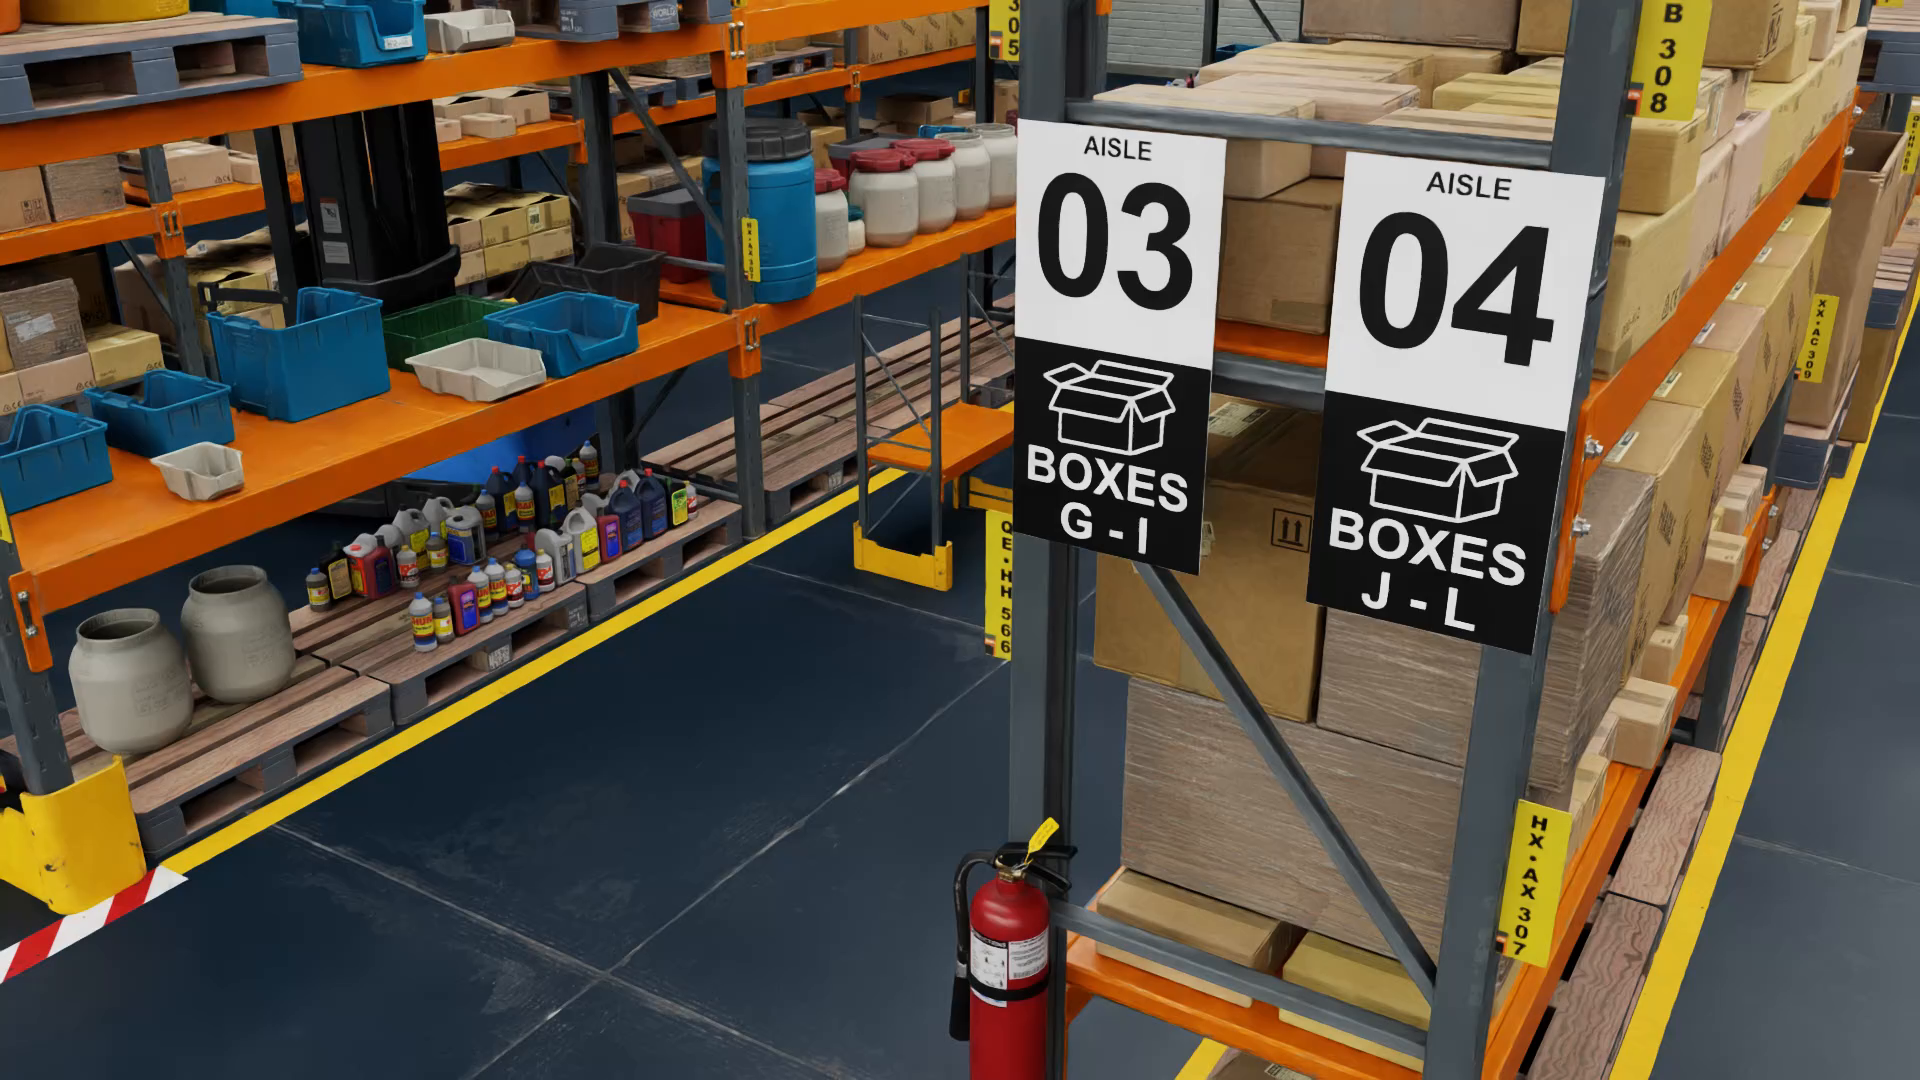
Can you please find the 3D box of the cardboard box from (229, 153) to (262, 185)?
[{"bbox_3d":[-5.106,-2.670,11.959,0.380,0.149,0.250,14,27,29],"label":"cardboard box"}]

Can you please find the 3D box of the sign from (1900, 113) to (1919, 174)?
[{"bbox_3d":[5.243,-2.187,9.168,0.100,0.325,0.005,14,27,29],"label":"sign"}]

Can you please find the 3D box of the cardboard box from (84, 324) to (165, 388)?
[{"bbox_3d":[-5.806,-1.258,11.313,0.500,0.250,0.500,14,27,29],"label":"cardboard box"}]

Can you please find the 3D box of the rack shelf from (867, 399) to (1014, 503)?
[{"bbox_3d":[-0.045,-0.494,8.957,0.538,0.185,1.000,14,27,29],"label":"rack shelf"}]

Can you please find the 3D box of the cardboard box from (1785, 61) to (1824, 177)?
[{"bbox_3d":[2.100,-1.204,4.669,0.500,0.250,0.500,14,27,29],"label":"cardboard box"}]

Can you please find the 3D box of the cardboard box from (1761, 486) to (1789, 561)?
[{"bbox_3d":[3.866,-0.244,8.631,0.700,0.500,0.500,16,28,33],"label":"cardboard box"}]

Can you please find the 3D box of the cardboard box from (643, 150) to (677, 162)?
[{"bbox_3d":[-3.070,-3.474,16.091,0.500,0.500,0.500,13,27,27],"label":"cardboard box"}]

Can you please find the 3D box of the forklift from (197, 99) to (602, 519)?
[{"bbox_3d":[-3.738,-1.670,9.417,3.031,2.935,1.130,5,24,11],"label":"forklift"}]

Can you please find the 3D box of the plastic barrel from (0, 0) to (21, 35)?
[{"bbox_3d":[-3.502,-2.097,5.474,0.600,0.830,0.708,14,27,29],"label":"plastic barrel"}]

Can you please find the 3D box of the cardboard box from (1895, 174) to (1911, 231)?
[{"bbox_3d":[5.802,-2.303,10.669,0.500,0.500,0.500,13,27,28],"label":"cardboard box"}]

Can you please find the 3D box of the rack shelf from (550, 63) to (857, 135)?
[{"bbox_3d":[-2.582,-4.224,16.138,1.077,0.370,4.000,14,27,29],"label":"rack shelf"}]

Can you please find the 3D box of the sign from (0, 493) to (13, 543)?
[{"bbox_3d":[-3.186,-0.150,5.473,0.100,0.325,0.005,14,27,29],"label":"sign"}]

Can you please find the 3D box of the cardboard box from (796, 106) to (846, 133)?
[{"bbox_3d":[-1.467,-4.536,18.545,0.500,0.500,0.500,14,27,29],"label":"cardboard box"}]

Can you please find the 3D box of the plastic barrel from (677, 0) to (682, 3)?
[{"bbox_3d":[-1.457,-3.314,8.723,0.600,0.901,0.708,14,27,29],"label":"plastic barrel"}]

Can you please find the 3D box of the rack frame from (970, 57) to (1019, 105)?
[{"bbox_3d":[0.583,-6.580,20.673,1.000,3.000,0.127,14,27,29],"label":"rack frame"}]

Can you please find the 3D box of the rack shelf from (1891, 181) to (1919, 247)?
[{"bbox_3d":[5.832,-2.147,11.340,1.077,0.370,4.000,14,27,29],"label":"rack shelf"}]

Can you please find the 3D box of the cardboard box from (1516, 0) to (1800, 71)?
[{"bbox_3d":[1.570,-1.335,3.653,0.500,0.500,0.500,14,27,29],"label":"cardboard box"}]

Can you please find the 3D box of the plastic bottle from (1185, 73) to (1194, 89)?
[{"bbox_3d":[2.053,-4.057,14.993,0.061,0.283,0.133,14,27,29],"label":"plastic bottle"}]

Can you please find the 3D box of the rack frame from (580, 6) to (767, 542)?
[{"bbox_3d":[-1.541,-1.490,8.917,1.000,3.000,0.127,14,27,29],"label":"rack frame"}]

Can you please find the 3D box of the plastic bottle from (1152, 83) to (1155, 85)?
[{"bbox_3d":[1.655,-3.803,14.405,0.061,0.283,0.133,14,27,29],"label":"plastic bottle"}]

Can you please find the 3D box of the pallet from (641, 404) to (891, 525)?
[{"bbox_3d":[-1.159,-0.484,10.102,1.003,0.211,1.213,14,27,29],"label":"pallet"}]

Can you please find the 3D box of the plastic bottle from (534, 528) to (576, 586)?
[{"bbox_3d":[-1.996,0.063,8.202,0.152,0.276,0.135,14,27,30],"label":"plastic bottle"}]

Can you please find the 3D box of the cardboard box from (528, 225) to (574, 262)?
[{"bbox_3d":[-3.707,-2.582,14.370,0.500,0.250,0.500,15,27,30],"label":"cardboard box"}]

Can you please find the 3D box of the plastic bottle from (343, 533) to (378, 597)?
[{"bbox_3d":[-2.898,0.117,8.079,0.152,0.276,0.135,14,27,29],"label":"plastic bottle"}]

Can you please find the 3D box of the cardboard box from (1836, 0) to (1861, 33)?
[{"bbox_3d":[2.741,-1.773,5.480,0.380,0.149,0.250,15,27,31],"label":"cardboard box"}]

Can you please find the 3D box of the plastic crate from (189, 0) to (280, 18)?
[{"bbox_3d":[-2.901,-2.216,6.838,0.392,0.384,0.575,14,27,29],"label":"plastic crate"}]

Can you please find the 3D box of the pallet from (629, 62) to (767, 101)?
[{"bbox_3d":[-2.615,-4.449,15.992,1.003,0.211,1.213,14,27,29],"label":"pallet"}]

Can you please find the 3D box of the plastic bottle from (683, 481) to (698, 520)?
[{"bbox_3d":[-1.467,-0.220,8.951,0.097,0.201,0.097,0,23,0],"label":"plastic bottle"}]

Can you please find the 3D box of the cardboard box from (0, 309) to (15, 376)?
[{"bbox_3d":[-6.340,-1.266,10.388,0.500,0.500,0.500,14,27,29],"label":"cardboard box"}]

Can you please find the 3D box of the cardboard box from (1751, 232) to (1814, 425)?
[{"bbox_3d":[2.401,-0.715,5.367,0.500,0.500,0.500,14,27,29],"label":"cardboard box"}]

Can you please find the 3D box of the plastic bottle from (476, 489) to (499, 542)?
[{"bbox_3d":[-2.464,-0.133,8.663,0.097,0.271,0.097,0,23,0],"label":"plastic bottle"}]

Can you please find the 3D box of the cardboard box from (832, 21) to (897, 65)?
[{"bbox_3d":[-1.027,-5.390,17.800,0.500,0.500,0.500,15,27,30],"label":"cardboard box"}]

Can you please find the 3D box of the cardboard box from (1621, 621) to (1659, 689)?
[{"bbox_3d":[1.607,0.016,4.938,0.875,0.500,0.500,14,27,29],"label":"cardboard box"}]

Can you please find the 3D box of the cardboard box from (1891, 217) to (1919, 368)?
[{"bbox_3d":[6.096,-1.848,11.889,1.225,0.875,0.875,13,27,27],"label":"cardboard box"}]

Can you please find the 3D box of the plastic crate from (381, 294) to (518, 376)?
[{"bbox_3d":[-2.497,-0.994,8.037,0.450,0.188,0.662,14,27,29],"label":"plastic crate"}]

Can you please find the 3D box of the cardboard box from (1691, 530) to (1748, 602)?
[{"bbox_3d":[2.443,0.059,5.654,0.380,0.149,0.250,14,27,29],"label":"cardboard box"}]

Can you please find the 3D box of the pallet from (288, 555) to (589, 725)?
[{"bbox_3d":[-2.573,0.421,8.012,1.003,0.211,1.213,14,27,29],"label":"pallet"}]

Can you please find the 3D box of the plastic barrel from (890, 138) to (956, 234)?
[{"bbox_3d":[-0.234,-2.223,10.439,0.433,0.535,0.433,0,23,0],"label":"plastic barrel"}]

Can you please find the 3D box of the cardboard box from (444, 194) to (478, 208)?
[{"bbox_3d":[-4.433,-2.773,14.107,0.500,0.311,0.500,13,27,28],"label":"cardboard box"}]

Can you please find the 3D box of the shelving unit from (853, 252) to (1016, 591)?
[{"bbox_3d":[-0.040,-0.663,8.893,0.587,1.500,1.083,14,27,29],"label":"shelving unit"}]

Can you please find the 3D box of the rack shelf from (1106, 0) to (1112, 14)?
[{"bbox_3d":[1.624,-4.562,13.141,1.077,0.370,4.000,14,27,29],"label":"rack shelf"}]

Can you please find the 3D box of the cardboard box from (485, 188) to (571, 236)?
[{"bbox_3d":[-3.704,-2.839,14.260,0.500,0.311,0.500,15,27,30],"label":"cardboard box"}]

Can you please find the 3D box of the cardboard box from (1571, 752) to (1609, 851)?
[{"bbox_3d":[1.455,0.634,4.327,0.380,0.149,0.250,14,27,29],"label":"cardboard box"}]

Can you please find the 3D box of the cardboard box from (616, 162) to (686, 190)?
[{"bbox_3d":[-2.883,-3.206,15.472,0.500,0.500,0.500,13,27,27],"label":"cardboard box"}]

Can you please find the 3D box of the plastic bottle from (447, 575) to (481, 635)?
[{"bbox_3d":[-2.295,0.285,7.681,0.061,0.283,0.133,14,27,30],"label":"plastic bottle"}]

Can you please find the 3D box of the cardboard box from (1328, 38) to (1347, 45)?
[{"bbox_3d":[1.131,-1.190,4.133,0.380,0.149,0.250,12,26,26],"label":"cardboard box"}]

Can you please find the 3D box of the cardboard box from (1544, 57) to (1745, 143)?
[{"bbox_3d":[1.482,-0.974,3.635,0.380,0.149,0.250,14,27,29],"label":"cardboard box"}]

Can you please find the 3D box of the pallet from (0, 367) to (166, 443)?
[{"bbox_3d":[-6.202,-0.990,11.271,1.003,0.211,1.213,14,27,29],"label":"pallet"}]

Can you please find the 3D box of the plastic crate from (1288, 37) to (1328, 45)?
[{"bbox_3d":[3.363,-4.496,15.704,0.402,0.464,0.583,14,27,29],"label":"plastic crate"}]

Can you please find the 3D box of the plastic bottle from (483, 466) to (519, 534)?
[{"bbox_3d":[-2.419,-0.227,8.780,0.144,0.351,0.185,13,26,27],"label":"plastic bottle"}]

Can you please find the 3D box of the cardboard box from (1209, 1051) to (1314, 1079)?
[{"bbox_3d":[0.901,1.645,4.292,0.500,0.500,0.500,20,30,38],"label":"cardboard box"}]

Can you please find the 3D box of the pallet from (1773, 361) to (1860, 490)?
[{"bbox_3d":[3.194,-0.592,7.082,1.003,0.211,1.213,14,27,29],"label":"pallet"}]

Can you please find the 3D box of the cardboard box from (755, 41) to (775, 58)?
[{"bbox_3d":[-2.276,-5.110,16.623,0.700,0.500,0.500,19,30,37],"label":"cardboard box"}]
